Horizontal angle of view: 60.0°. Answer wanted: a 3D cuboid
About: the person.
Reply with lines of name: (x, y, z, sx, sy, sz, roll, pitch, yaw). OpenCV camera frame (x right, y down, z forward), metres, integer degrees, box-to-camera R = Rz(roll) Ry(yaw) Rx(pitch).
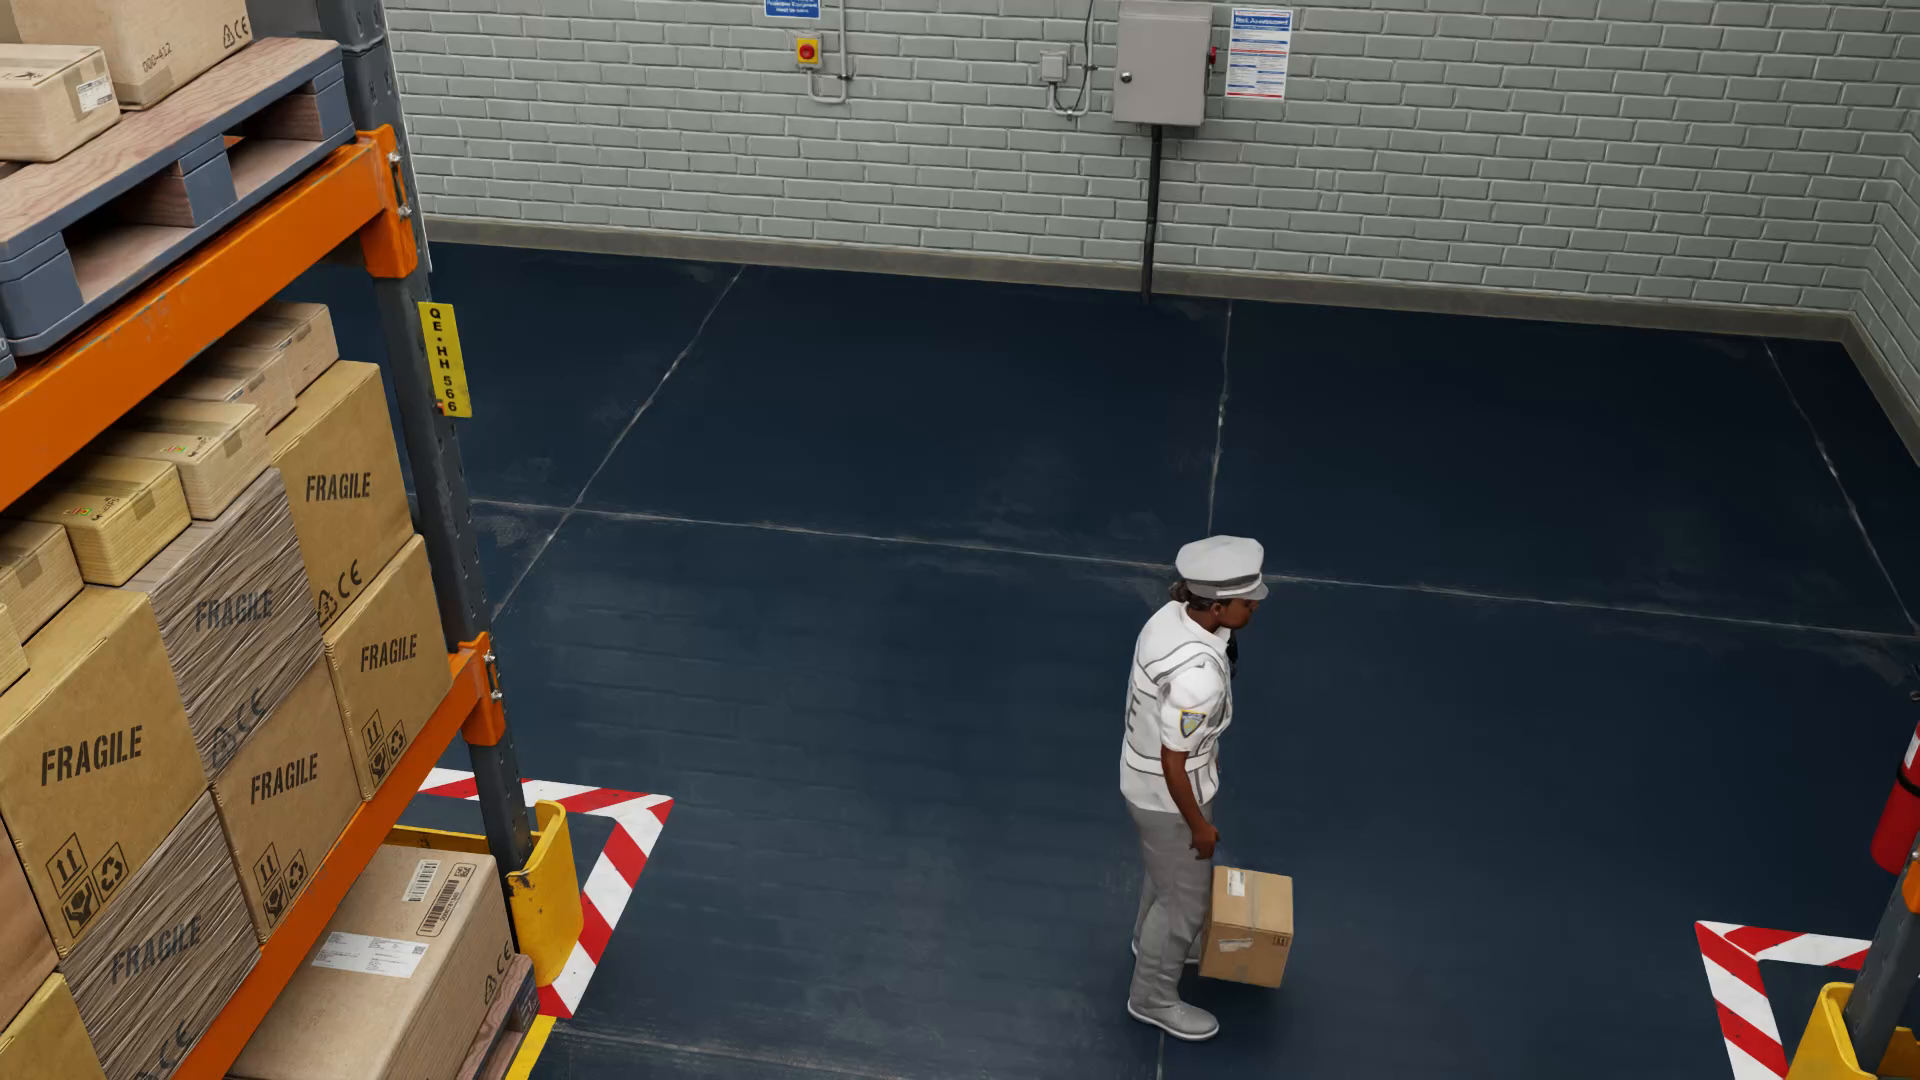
person: (0.665, 0.734, 4.985, 0.378, 1.664, 0.500, 4, 33, 7)
